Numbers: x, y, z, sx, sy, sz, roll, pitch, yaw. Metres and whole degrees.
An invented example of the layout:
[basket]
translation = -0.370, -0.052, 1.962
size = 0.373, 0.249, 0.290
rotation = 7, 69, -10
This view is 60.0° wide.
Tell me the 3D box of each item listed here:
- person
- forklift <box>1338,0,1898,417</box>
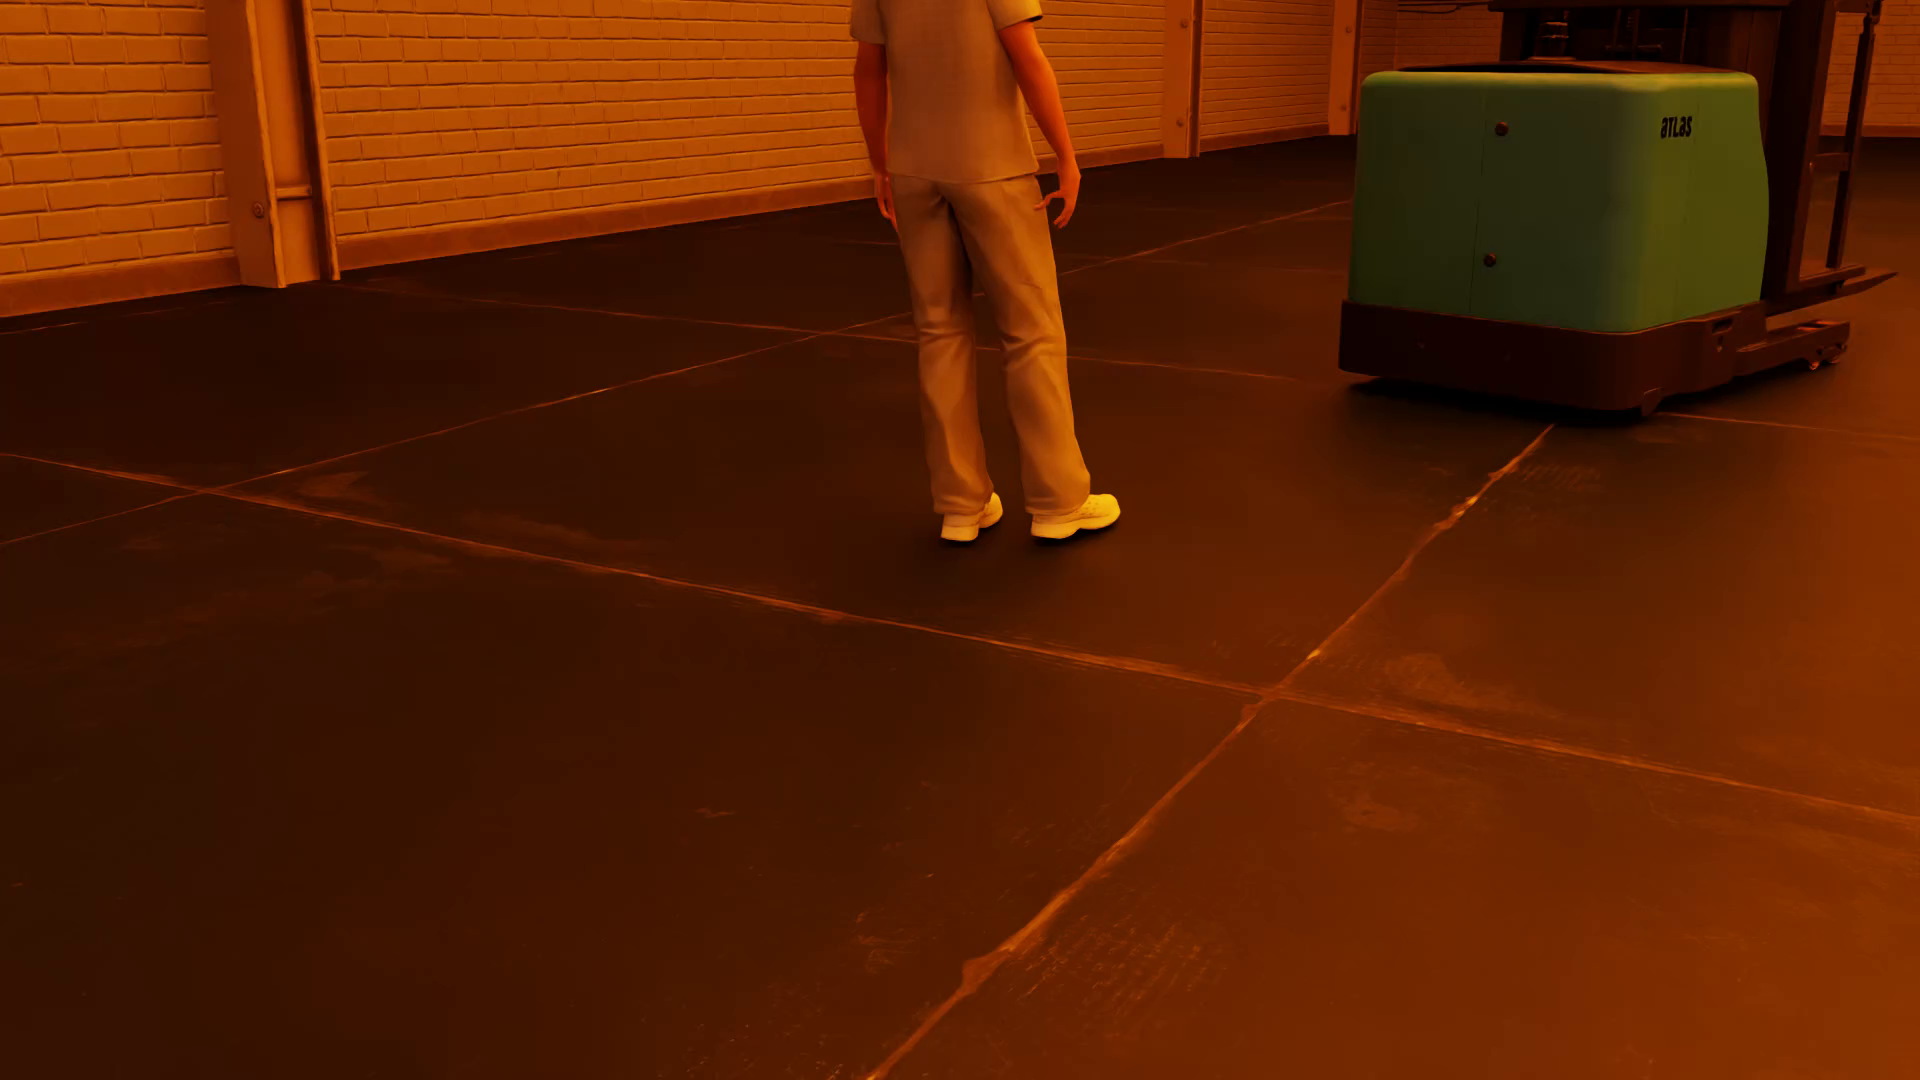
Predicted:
[person]
translation = 0.048, -0.812, 3.861
size = 0.549, 1.644, 0.549
rotation = 9, 19, 28
[forklift]
translation = 2.737, -2.128, 6.078
size = 3.031, 2.935, 1.130
rotation = -15, 22, -42
